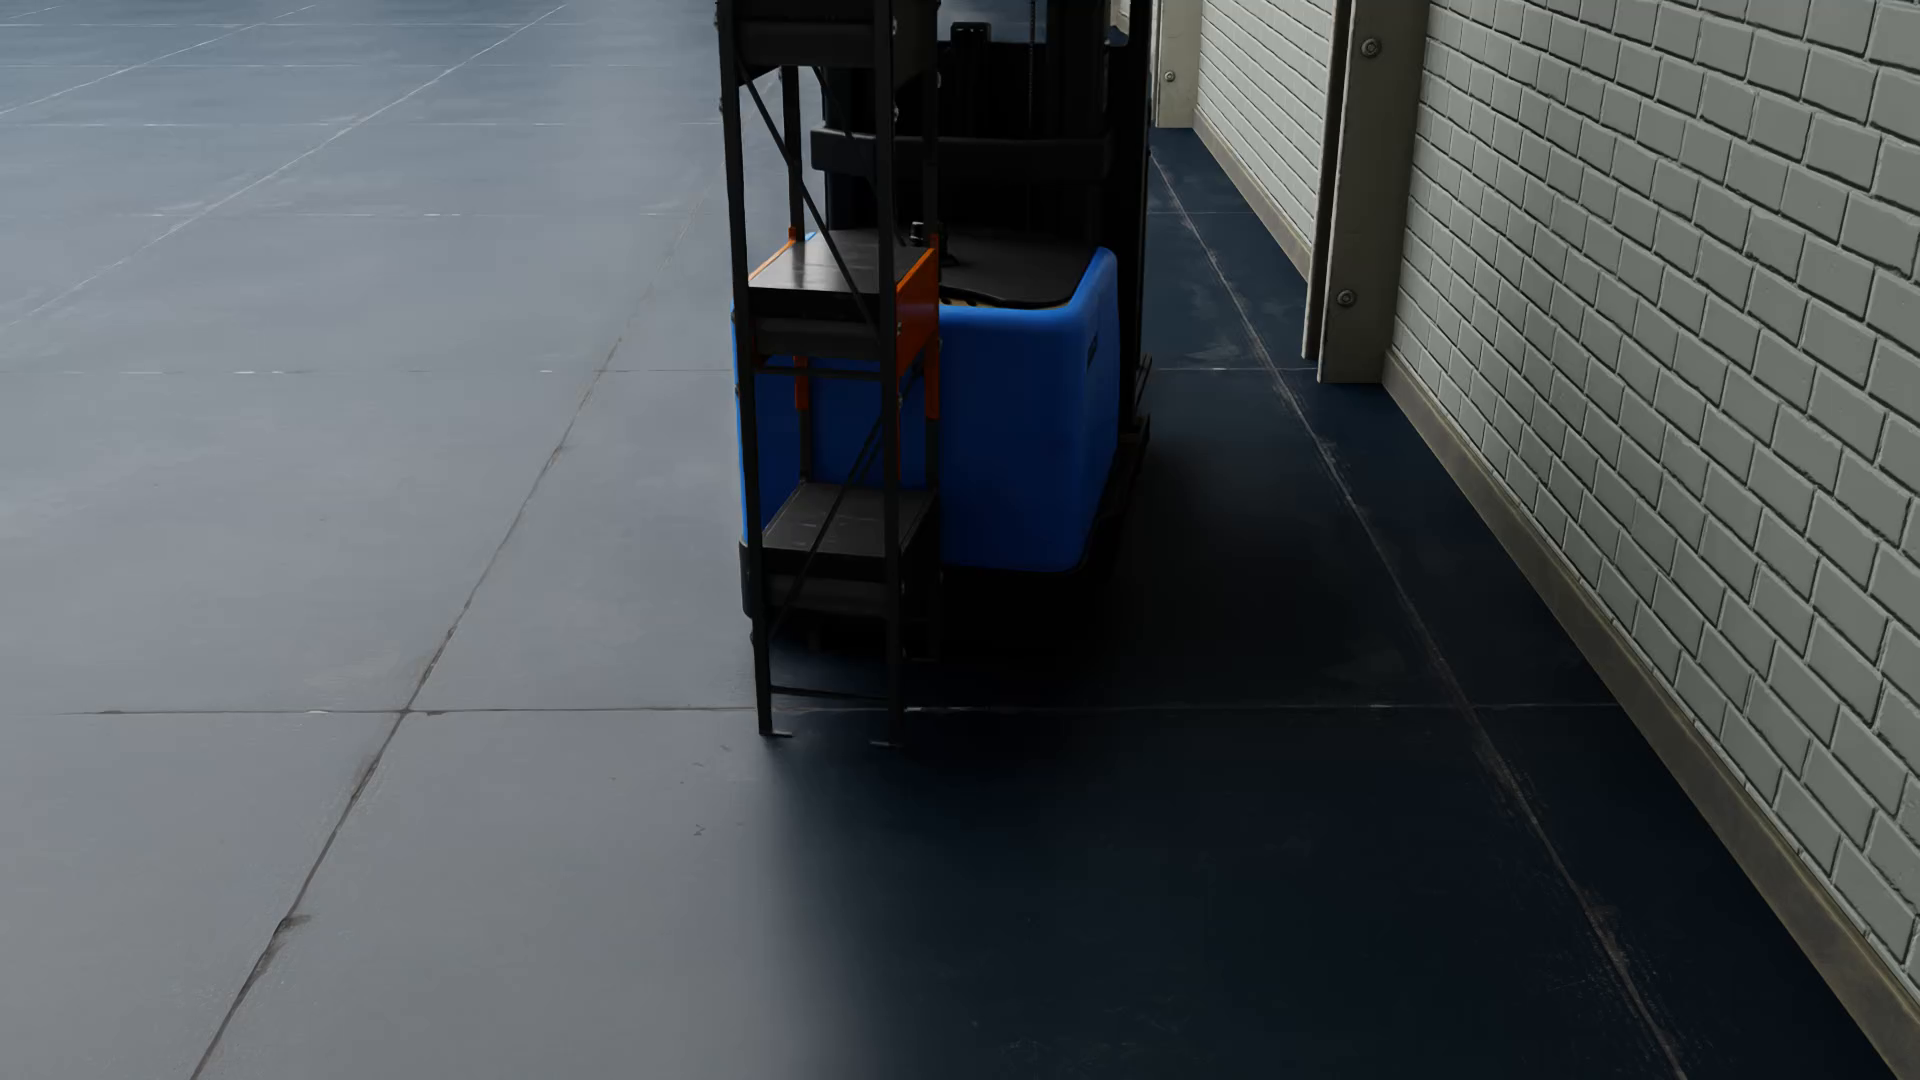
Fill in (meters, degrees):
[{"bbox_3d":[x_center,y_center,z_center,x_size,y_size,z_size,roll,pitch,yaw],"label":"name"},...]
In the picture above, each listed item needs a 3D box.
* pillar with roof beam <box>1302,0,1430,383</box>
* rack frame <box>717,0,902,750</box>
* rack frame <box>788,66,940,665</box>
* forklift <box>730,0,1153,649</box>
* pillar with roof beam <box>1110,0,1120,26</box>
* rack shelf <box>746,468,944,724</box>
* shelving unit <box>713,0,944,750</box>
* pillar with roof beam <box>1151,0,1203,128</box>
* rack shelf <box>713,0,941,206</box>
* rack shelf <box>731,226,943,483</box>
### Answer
[{"bbox_3d":[-2.582,-4.849,5.552,9.100,9.000,0.400,0,24,-1],"label":"pillar with roof beam"},{"bbox_3d":[-0.354,-0.407,4.103,0.400,2.100,0.015,5,25,10],"label":"rack frame"},{"bbox_3d":[-0.257,-0.604,4.538,0.400,2.100,0.015,5,25,10],"label":"rack frame"},{"bbox_3d":[0.128,-1.597,5.724,1.130,2.935,3.031,5,25,10],"label":"forklift"},{"bbox_3d":[-2.713,-9.794,16.485,9.100,9.000,0.400,0,24,-1],"label":"pillar with roof beam"},{"bbox_3d":[-0.306,0.144,4.615,0.431,0.518,0.480,5,25,10],"label":"rack shelf"},{"bbox_3d":[-0.306,-0.506,4.321,0.431,2.100,0.503,5,25,10],"label":"shelving unit"},{"bbox_3d":[-2.648,-7.322,11.019,9.100,9.000,0.400,0,24,-1],"label":"pillar with roof beam"},{"bbox_3d":[-0.306,-1.131,4.038,0.431,0.518,0.480,5,25,10],"label":"rack shelf"},{"bbox_3d":[-0.306,-0.493,4.326,0.431,0.518,0.480,5,25,10],"label":"rack shelf"}]
